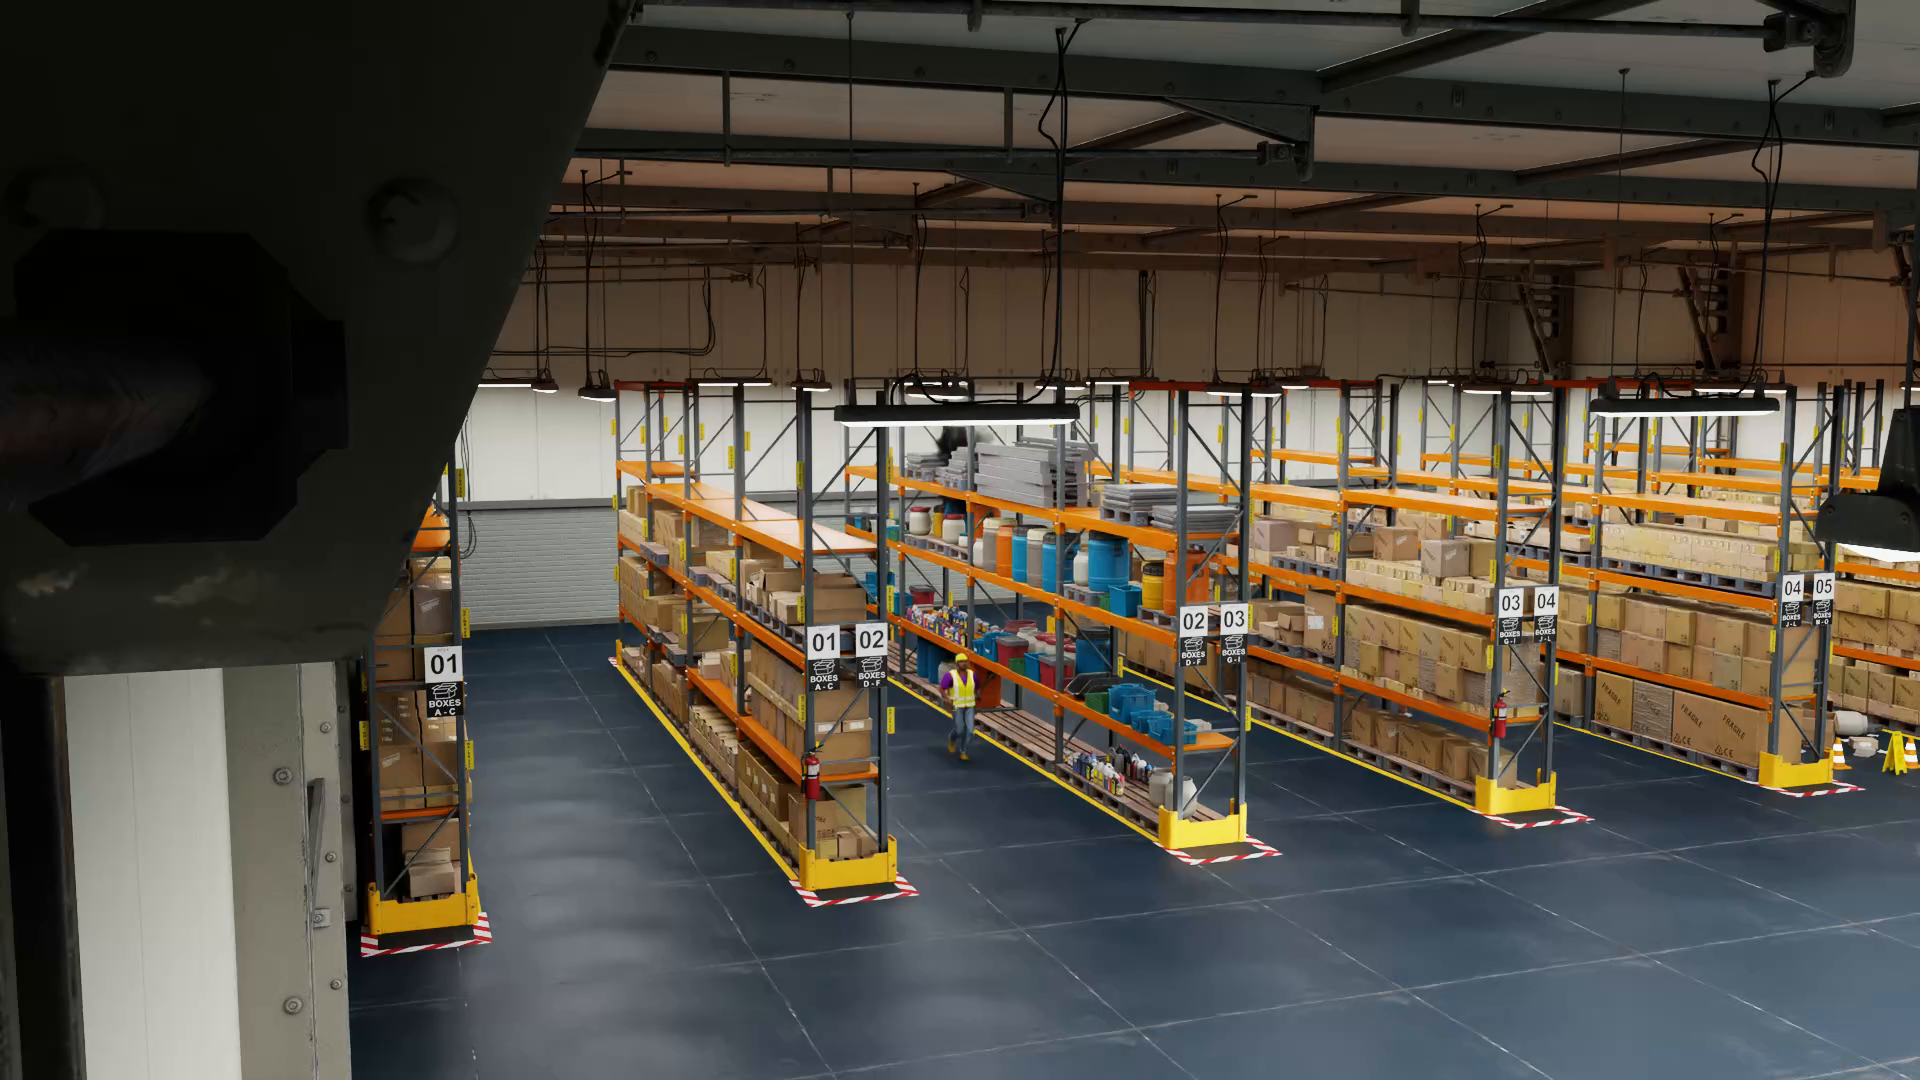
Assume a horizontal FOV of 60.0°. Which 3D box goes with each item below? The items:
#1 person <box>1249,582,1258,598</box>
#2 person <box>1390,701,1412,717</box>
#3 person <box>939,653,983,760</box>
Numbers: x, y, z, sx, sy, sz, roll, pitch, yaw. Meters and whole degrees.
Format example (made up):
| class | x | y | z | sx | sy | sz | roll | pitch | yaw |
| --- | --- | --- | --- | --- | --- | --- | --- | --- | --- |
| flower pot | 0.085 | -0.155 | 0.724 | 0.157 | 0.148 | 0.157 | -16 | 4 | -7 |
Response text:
| class | x | y | z | sx | sy | sz | roll | pitch | yaw |
| --- | --- | --- | --- | --- | --- | --- | --- | --- | --- |
| person | 7.227 | 1.165 | 41.246 | 0.541 | 1.655 | 0.623 | -4 | 7 | -30 |
| person | 7.902 | 2.442 | 30.059 | 0.589 | 1.432 | 0.802 | -3 | 7 | -27 |
| person | 0.037 | 2.663 | 26.623 | 0.699 | 1.718 | 0.605 | -2 | 6 | -20 |
